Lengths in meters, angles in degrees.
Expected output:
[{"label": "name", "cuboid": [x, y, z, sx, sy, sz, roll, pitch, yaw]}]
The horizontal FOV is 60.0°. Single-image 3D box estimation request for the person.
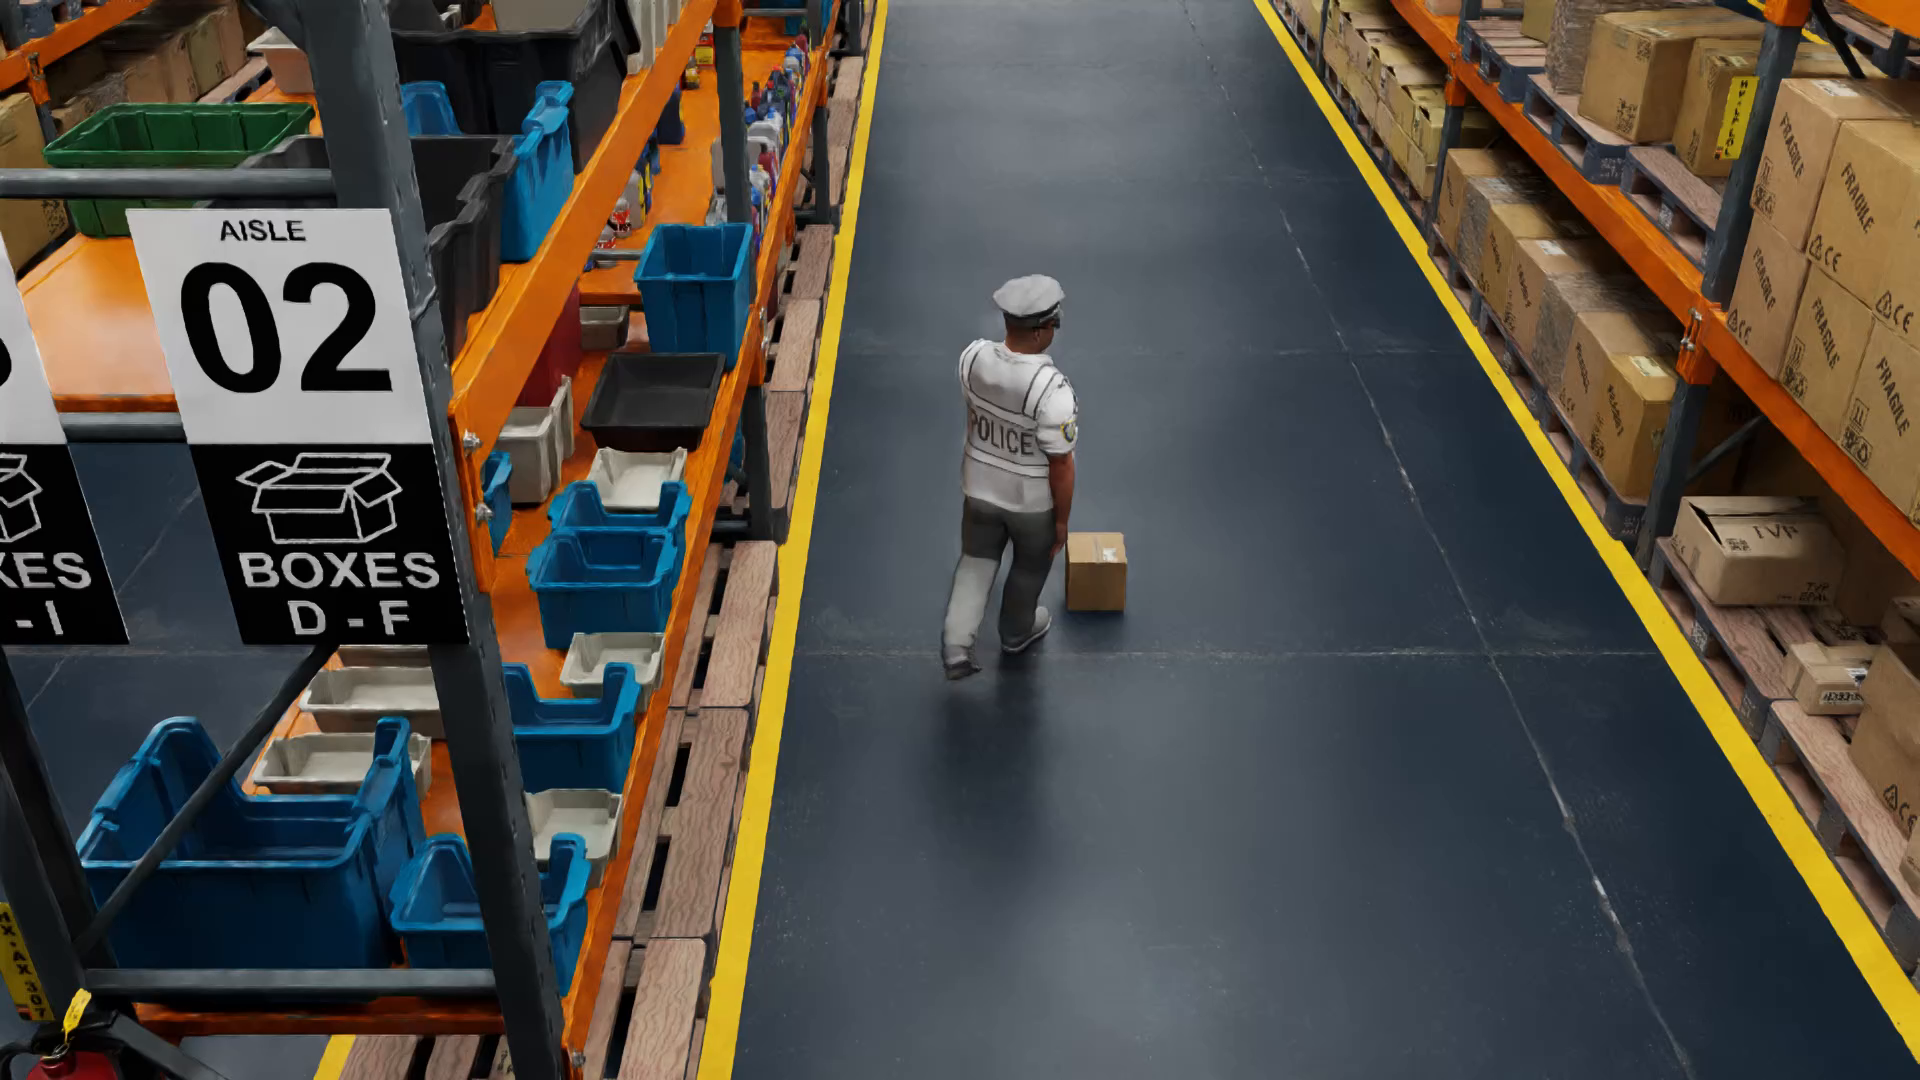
[{"label": "person", "cuboid": [0.219, -0.204, 6.455, 0.546, 1.725, 0.817, 17, 35, 25]}]
